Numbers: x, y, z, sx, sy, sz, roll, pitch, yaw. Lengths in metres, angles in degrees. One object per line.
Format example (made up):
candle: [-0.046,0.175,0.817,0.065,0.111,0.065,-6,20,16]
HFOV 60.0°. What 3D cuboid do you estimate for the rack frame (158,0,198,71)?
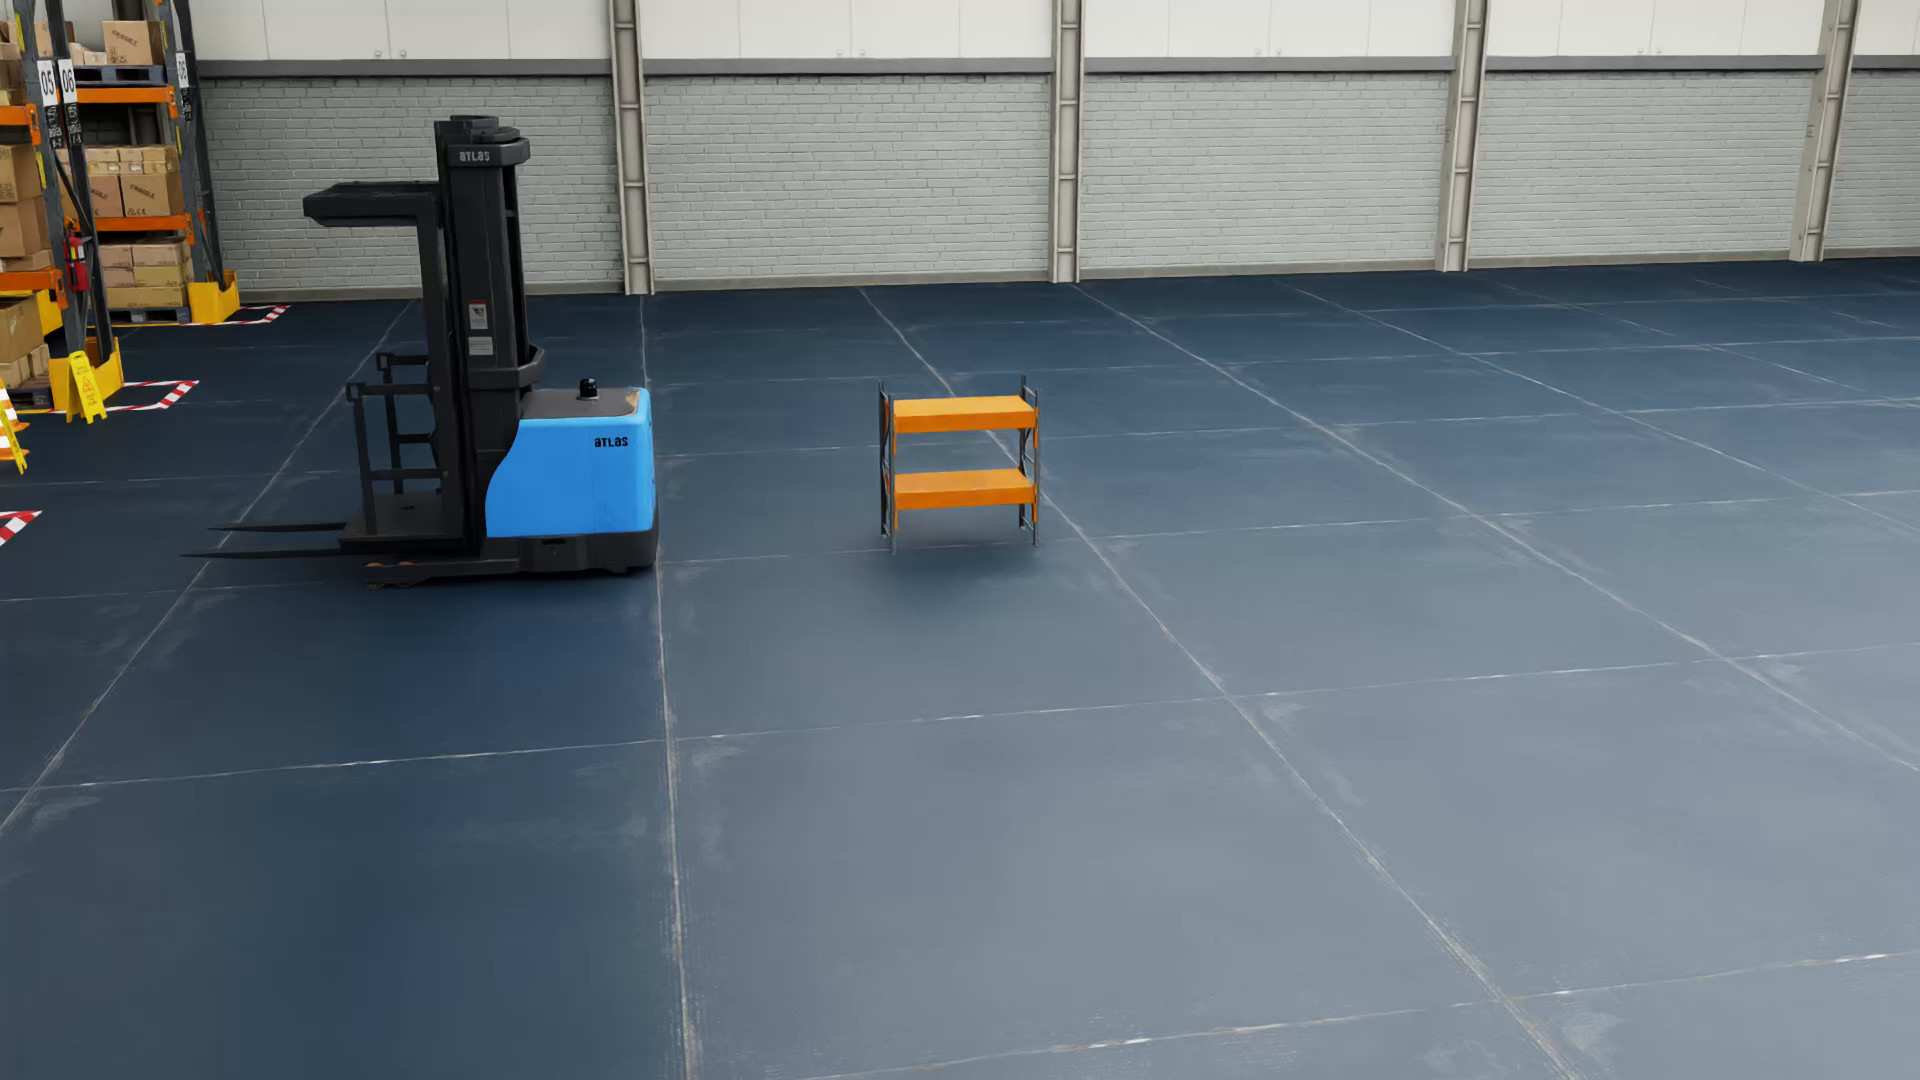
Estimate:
rack frame: [-9.434,-7.141,19.734,0.127,3.000,1.000,-3,17,-10]

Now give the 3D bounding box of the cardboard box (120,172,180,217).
cardboard box: [-9.868,-4.218,20.265,0.500,0.500,0.500,-4,17,-12]

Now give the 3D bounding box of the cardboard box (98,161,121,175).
cardboard box: [-10.233,-4.511,20.116,0.250,0.149,0.380,-3,17,-9]

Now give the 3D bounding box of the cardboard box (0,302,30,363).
cardboard box: [-9.226,-1.967,15.799,0.500,0.500,0.500,-3,17,-10]

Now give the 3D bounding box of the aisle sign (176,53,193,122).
aisle sign: [-9.314,-5.435,19.970,0.004,0.787,0.394,-3,17,-10]

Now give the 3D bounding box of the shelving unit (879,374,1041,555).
shelving unit: [-0.007,-0.537,11.645,1.048,1.125,0.538,-3,17,-10]

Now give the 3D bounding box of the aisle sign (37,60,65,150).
aisle sign: [-8.373,-4.005,15.314,0.004,0.787,0.394,-3,17,-10]

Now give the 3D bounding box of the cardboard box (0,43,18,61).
cardboard box: [-8.765,-4.433,15.098,0.250,0.149,0.380,-3,17,-10]

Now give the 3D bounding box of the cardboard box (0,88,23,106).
cardboard box: [-8.786,-4.056,15.226,0.250,0.149,0.380,-3,17,-10]

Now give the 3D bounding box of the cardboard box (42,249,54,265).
cardboard box: [-8.862,-2.763,16.127,0.250,0.149,0.380,-3,17,-10]

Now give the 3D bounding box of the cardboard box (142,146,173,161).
cardboard box: [-9.746,-4.692,20.199,0.250,0.149,0.380,-3,17,-10]

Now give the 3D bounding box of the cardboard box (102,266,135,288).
cardboard box: [-10.347,-3.256,20.421,0.500,0.250,0.500,-3,17,-11]

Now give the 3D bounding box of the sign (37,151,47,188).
sign: [-8.403,-3.386,15.216,0.005,0.325,0.100,-3,17,-10]

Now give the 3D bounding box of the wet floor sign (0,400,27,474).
wet floor sign: [-7.798,-0.868,13.539,0.232,0.644,0.267,-6,18,-20]

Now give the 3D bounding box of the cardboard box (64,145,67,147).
cardboard box: [-11.101,-4.775,20.467,0.250,0.149,0.380,-4,17,-12]

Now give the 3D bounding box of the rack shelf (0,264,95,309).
rack shelf: [-10.453,-2.387,15.700,4.000,0.370,1.077,-3,17,-10]

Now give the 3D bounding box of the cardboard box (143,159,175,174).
cardboard box: [-9.721,-4.531,20.179,0.250,0.149,0.380,-3,17,-10]

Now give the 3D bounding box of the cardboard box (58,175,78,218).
cardboard box: [-10.882,-4.163,20.086,0.500,0.500,0.500,-4,17,-11]

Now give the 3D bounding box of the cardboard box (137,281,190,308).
cardboard box: [-9.836,-3.042,20.575,0.500,0.250,0.500,-3,17,-10]

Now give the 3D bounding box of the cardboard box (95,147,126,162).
cardboard box: [-10.234,-4.647,20.052,0.250,0.149,0.380,-3,17,-9]

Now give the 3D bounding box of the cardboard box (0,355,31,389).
cardboard box: [-9.255,-1.605,15.896,0.500,0.250,0.500,-3,17,-11]

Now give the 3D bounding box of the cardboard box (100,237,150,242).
cardboard box: [-10.432,-3.636,20.807,0.500,0.250,0.500,-3,17,-10]

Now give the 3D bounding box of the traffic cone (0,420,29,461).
traffic cone: [-8.122,-0.933,14.061,0.334,0.463,0.336,-3,17,-10]

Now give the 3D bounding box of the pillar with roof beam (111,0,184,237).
pillar with roof beam: [-9.472,-6.121,16.413,0.400,9.000,9.100,-3,17,-10]

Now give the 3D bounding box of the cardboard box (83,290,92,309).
cardboard box: [-10.819,-2.992,20.412,0.500,0.250,0.500,-3,17,-10]

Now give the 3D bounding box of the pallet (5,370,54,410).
pallet: [-9.368,-1.470,16.239,1.213,0.211,1.003,-3,17,-10]

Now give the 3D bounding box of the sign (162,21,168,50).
sign: [-9.345,-5.935,19.545,0.005,0.325,0.100,-3,17,-10]

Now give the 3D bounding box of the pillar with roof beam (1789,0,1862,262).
pillar with roof beam: [14.092,-7.458,20.766,0.400,9.000,9.100,-3,17,-10]

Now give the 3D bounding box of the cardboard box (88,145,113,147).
cardboard box: [-10.570,-4.783,20.493,0.250,0.149,0.380,-3,17,-10]

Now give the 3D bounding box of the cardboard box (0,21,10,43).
cardboard box: [-11.429,-5.860,19.612,0.637,0.503,0.797,-3,17,-9]

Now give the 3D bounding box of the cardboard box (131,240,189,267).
cardboard box: [-9.827,-3.522,20.434,0.500,0.250,0.500,-3,17,-9]

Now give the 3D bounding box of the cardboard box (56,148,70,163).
cardboard box: [-10.727,-4.608,19.925,0.250,0.149,0.380,-3,17,-9]

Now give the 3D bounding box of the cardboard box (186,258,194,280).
cardboard box: [-9.935,-3.432,20.993,0.500,0.250,0.500,-3,17,-9]

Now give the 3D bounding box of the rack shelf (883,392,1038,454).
rack shelf: [-0.007,-0.817,11.559,1.000,0.278,0.538,-3,17,-10]

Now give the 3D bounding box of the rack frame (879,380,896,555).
rack frame: [-0.506,-0.509,11.553,0.032,1.125,0.500,-3,17,-10]

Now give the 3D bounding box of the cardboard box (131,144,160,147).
cardboard box: [-10.077,-4.819,20.612,0.250,0.149,0.380,-3,17,-9]

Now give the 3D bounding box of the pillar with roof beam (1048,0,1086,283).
pillar with roof beam: [2.310,-6.789,18.590,0.400,9.000,9.100,-3,17,-10]

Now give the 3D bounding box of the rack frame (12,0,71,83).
rack frame: [-8.489,-5.710,15.076,0.127,3.000,1.000,-3,17,-10]

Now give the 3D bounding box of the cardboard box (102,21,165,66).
cardboard box: [-9.823,-5.908,19.775,0.500,0.500,0.500,-3,17,-9]

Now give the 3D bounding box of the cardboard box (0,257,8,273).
cardboard box: [-9.043,-2.594,15.575,0.250,0.149,0.380,-3,17,-11]

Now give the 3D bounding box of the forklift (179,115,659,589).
forklift: [-3.594,-1.251,10.892,3.031,2.935,1.130,-2,17,-8]

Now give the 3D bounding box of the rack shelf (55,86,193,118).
rack shelf: [-11.398,-5.252,19.918,4.000,0.370,1.077,-3,17,-10]

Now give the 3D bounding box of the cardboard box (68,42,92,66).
cardboard box: [-10.439,-5.743,19.637,0.258,0.266,0.396,-3,17,-10]

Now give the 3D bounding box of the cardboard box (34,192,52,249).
cardboard box: [-9.007,-3.086,16.073,0.500,0.500,0.500,-4,17,-11]

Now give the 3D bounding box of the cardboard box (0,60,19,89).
cardboard box: [-8.940,-4.241,15.149,0.500,0.250,0.500,-3,17,-11]

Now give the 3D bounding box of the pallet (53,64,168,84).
pallet: [-10.133,-5.633,20.084,1.213,0.211,1.003,-3,17,-10]

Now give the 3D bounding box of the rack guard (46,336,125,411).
rack guard: [-8.564,-1.643,16.310,0.348,0.500,1.175,-3,17,-10]

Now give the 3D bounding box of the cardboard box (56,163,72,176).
cardboard box: [-10.732,-4.472,19.989,0.250,0.149,0.380,-4,17,-12]
